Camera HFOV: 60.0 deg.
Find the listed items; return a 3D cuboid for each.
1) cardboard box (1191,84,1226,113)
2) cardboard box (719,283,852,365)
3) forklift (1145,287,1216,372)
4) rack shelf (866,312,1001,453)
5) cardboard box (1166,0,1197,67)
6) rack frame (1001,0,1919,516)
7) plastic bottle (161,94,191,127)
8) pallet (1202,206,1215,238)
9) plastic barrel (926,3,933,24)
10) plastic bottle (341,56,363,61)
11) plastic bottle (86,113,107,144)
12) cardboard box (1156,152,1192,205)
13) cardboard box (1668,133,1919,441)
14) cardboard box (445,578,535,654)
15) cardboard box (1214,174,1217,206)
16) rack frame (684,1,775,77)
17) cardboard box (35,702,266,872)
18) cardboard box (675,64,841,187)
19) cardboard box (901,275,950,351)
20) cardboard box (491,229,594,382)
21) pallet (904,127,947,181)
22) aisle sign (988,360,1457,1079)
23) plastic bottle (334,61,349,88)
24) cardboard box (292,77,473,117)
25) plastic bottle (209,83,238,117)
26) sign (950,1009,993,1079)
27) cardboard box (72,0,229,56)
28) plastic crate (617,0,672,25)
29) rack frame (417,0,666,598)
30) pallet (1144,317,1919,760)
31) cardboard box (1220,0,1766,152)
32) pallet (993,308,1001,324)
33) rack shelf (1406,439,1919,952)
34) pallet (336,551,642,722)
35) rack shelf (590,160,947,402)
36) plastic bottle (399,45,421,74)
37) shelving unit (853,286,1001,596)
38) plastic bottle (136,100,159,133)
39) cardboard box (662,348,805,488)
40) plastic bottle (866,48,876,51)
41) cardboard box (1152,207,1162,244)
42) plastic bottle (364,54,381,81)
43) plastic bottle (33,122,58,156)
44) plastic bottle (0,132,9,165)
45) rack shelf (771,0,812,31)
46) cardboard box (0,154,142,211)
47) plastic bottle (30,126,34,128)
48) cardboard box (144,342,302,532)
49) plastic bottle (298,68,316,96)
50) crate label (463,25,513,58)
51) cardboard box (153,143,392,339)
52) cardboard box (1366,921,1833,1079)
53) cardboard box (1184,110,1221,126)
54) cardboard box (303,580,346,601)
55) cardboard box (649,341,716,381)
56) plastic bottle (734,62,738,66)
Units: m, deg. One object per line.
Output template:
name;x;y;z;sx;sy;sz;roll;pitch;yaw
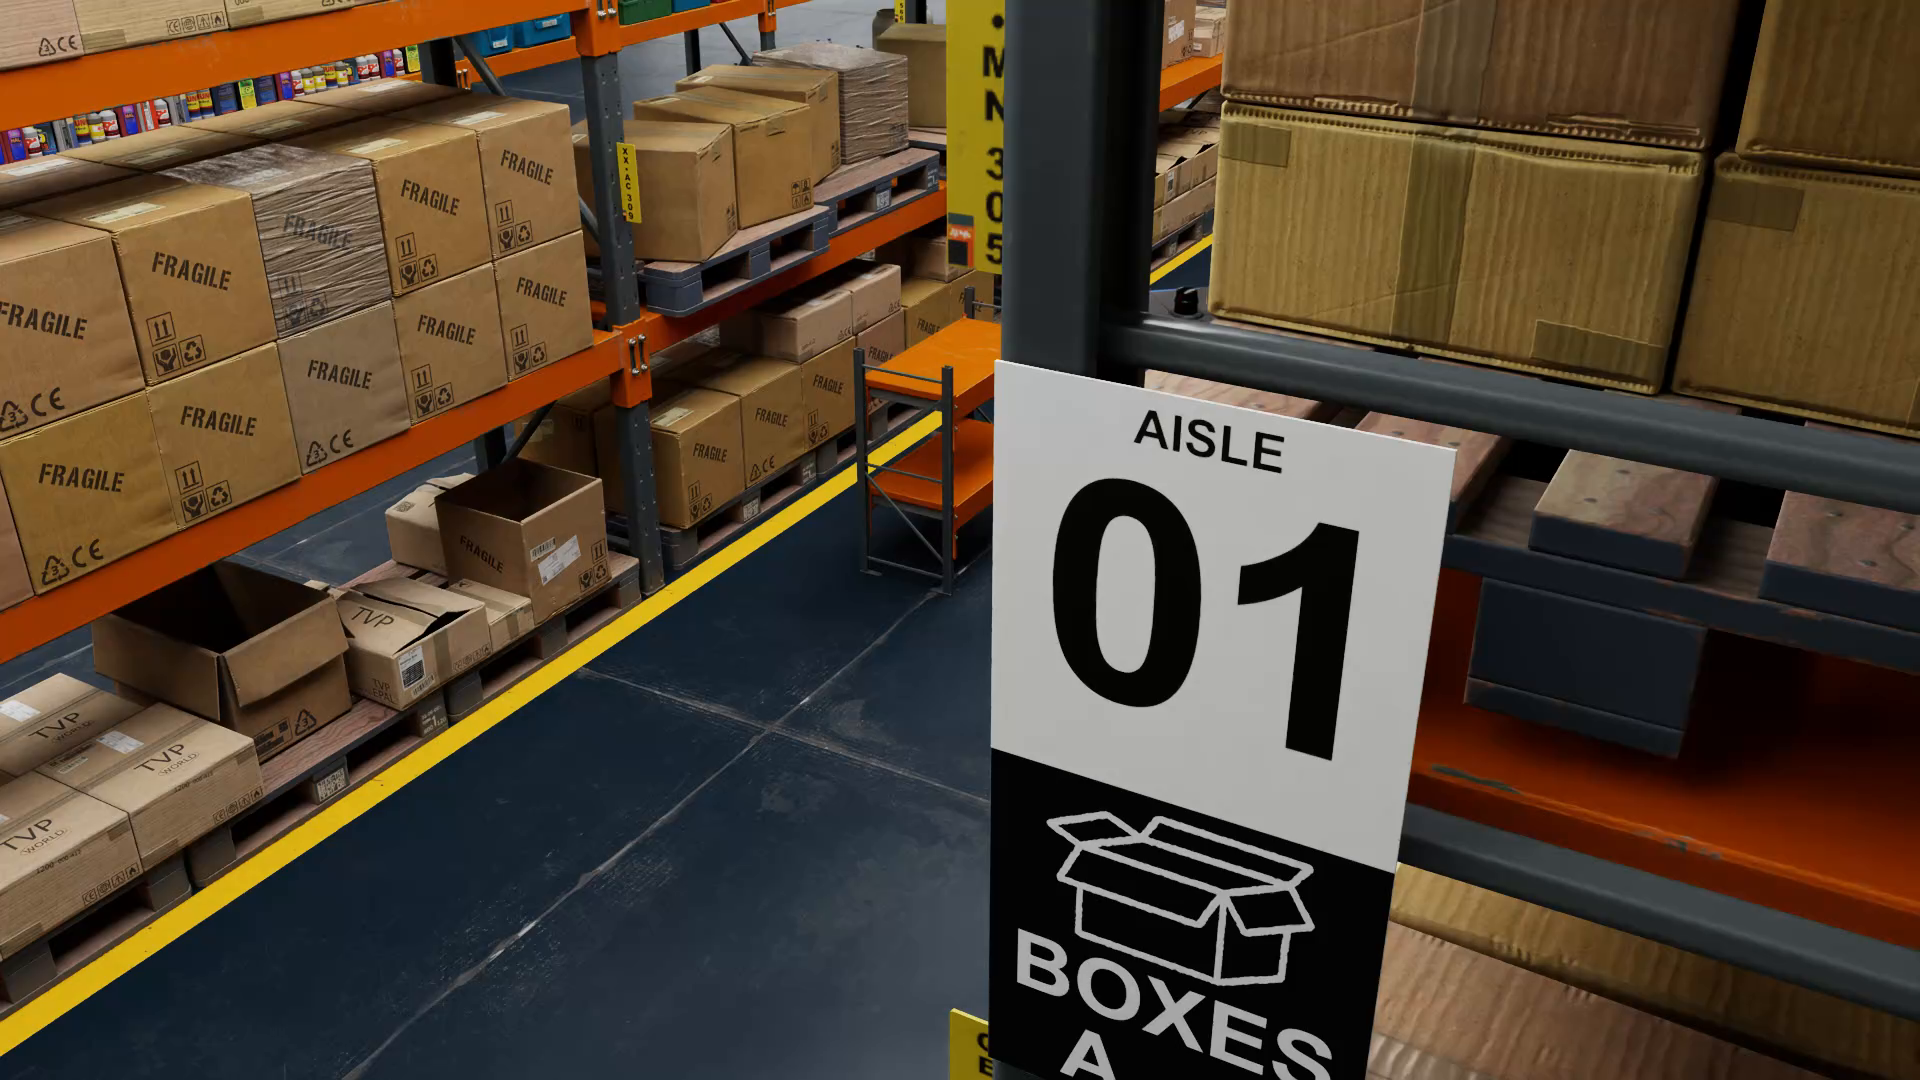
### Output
cardboard box;2.381;-4.039;14.732;0.500;0.500;0.500;14;30;26
cardboard box;-0.906;-1.145;8.650;0.500;0.250;0.500;14;30;26
forklift;2.164;-1.508;7.988;3.031;2.935;1.130;-6;27;-11
rack shelf;-0.003;-0.762;7.862;0.538;0.278;1.000;14;30;26
cardboard box;1.436;-3.868;12.514;0.500;0.500;0.500;17;31;30
rack frame;0.499;-1.241;0.675;1.000;3.000;0.127;14;30;26
plastic bottle;-5.030;-2.791;10.613;0.152;0.276;0.135;14;30;26
pallet;1.759;-2.781;13.570;1.003;0.211;1.213;14;30;26
plastic barrel;-0.513;-5.777;18.750;0.421;0.512;0.421;0;27;0
plastic bottle;-4.553;-3.671;12.371;0.152;0.276;0.135;14;30;26
plastic bottle;-5.291;-2.526;10.167;0.097;0.201;0.097;0;27;0
cardboard box;1.389;-2.719;12.307;0.500;0.311;0.500;14;30;25
cardboard box;1.071;-0.295;1.724;0.500;0.250;0.500;16;31;29
cardboard box;-2.014;0.316;6.962;0.380;0.149;0.250;14;30;26
cardboard box;1.885;-2.860;13.215;0.500;0.250;0.500;14;30;25
rack frame;-2.224;-5.416;15.719;1.000;3.000;0.127;14;30;26
cardboard box;-2.810;0.846;5.789;0.500;0.250;0.500;14;30;26
cardboard box;-1.033;-2.141;8.595;0.700;0.500;0.500;7;27;13
cardboard box;-0.391;-1.226;9.650;0.500;0.500;0.500;13;29;24
cardboard box;-1.871;-1.000;6.784;0.500;0.500;0.500;15;30;27
pallet;-0.153;-2.400;9.907;1.213;0.211;1.003;14;30;26
aisle sign;0.202;0.242;1.512;0.394;0.787;0.004;14;30;26
plastic bottle;-4.349;-3.272;11.658;0.097;0.201;0.097;0;27;0
cardboard box;-2.325;-1.576;6.819;0.500;0.500;0.500;15;30;27
plastic bottle;-4.852;-2.961;10.870;0.144;0.351;0.185;14;30;26
sign;0.033;0.693;1.956;0.100;0.325;0.005;14;30;26
cardboard box;-2.600;-1.649;5.010;0.500;0.250;0.500;14;30;26
plastic crate;-2.835;-4.581;14.286;0.450;0.188;0.662;14;30;26
rack frame;-1.848;-1.206;7.309;1.000;3.000;0.127;14;30;26
pallet;0.854;-0.151;1.949;1.003;0.211;1.213;14;30;26
cardboard box;0.621;-0.745;1.786;0.500;0.500;0.500;14;30;26
pallet;-0.281;-1.235;10.482;1.003;0.211;1.213;14;30;26
rack shelf;1.482;-0.357;3.065;1.077;0.370;4.000;14;30;26
pallet;-2.187;0.308;7.399;1.003;0.211;1.213;14;30;26
rack shelf;-0.864;-1.664;9.027;1.077;0.370;4.000;14;30;26
plastic bottle;-4.019;-3.554;12.128;0.061;0.283;0.133;14;30;26
shelving unit;-0.003;-0.500;7.993;0.538;1.125;1.048;14;30;26
plastic bottle;-5.144;-2.700;10.432;0.152;0.276;0.135;14;30;26
cardboard box;-1.146;-0.630;8.459;0.500;0.500;0.500;15;30;27
plastic bottle;-0.925;-5.049;17.537;0.152;0.276;0.135;14;30;26
cardboard box;1.130;-2.263;12.022;0.500;0.250;0.500;13;30;25
plastic bottle;-4.205;-3.386;11.885;0.097;0.201;0.097;0;27;0
plastic bottle;-5.453;-2.429;9.895;0.097;0.271;0.097;0;27;0
plastic bottle;-5.607;-2.295;9.614;0.061;0.283;0.133;14;30;26
rack shelf;-1.240;-5.874;17.437;1.077;0.370;4.000;14;30;26
cardboard box;-3.085;-0.973;5.615;0.500;0.500;0.500;15;30;28
plastic bottle;-5.866;-2.675;10.298;0.144;0.351;0.185;14;30;26
cardboard box;-2.622;-0.399;5.584;0.500;0.500;0.500;15;30;27
plastic bottle;-4.492;-3.158;11.430;0.097;0.201;0.097;0;27;0
crate label;-3.658;-3.864;12.805;0.303;0.233;0.416;14;30;26
cardboard box;-2.369;-1.047;5.763;0.500;0.500;0.500;14;30;27
cardboard box;0.741;1.107;2.353;0.980;0.700;0.700;16;31;28
cardboard box;2.138;-3.312;13.491;0.500;0.311;0.500;14;30;26
cardboard box;-2.660;0.319;6.935;0.380;0.166;0.250;14;30;26
cardboard box;-1.605;-0.731;8.661;0.500;0.500;0.500;14;30;26
plastic bottle;-2.274;-4.658;16.748;0.061;0.283;0.133;16;31;29
